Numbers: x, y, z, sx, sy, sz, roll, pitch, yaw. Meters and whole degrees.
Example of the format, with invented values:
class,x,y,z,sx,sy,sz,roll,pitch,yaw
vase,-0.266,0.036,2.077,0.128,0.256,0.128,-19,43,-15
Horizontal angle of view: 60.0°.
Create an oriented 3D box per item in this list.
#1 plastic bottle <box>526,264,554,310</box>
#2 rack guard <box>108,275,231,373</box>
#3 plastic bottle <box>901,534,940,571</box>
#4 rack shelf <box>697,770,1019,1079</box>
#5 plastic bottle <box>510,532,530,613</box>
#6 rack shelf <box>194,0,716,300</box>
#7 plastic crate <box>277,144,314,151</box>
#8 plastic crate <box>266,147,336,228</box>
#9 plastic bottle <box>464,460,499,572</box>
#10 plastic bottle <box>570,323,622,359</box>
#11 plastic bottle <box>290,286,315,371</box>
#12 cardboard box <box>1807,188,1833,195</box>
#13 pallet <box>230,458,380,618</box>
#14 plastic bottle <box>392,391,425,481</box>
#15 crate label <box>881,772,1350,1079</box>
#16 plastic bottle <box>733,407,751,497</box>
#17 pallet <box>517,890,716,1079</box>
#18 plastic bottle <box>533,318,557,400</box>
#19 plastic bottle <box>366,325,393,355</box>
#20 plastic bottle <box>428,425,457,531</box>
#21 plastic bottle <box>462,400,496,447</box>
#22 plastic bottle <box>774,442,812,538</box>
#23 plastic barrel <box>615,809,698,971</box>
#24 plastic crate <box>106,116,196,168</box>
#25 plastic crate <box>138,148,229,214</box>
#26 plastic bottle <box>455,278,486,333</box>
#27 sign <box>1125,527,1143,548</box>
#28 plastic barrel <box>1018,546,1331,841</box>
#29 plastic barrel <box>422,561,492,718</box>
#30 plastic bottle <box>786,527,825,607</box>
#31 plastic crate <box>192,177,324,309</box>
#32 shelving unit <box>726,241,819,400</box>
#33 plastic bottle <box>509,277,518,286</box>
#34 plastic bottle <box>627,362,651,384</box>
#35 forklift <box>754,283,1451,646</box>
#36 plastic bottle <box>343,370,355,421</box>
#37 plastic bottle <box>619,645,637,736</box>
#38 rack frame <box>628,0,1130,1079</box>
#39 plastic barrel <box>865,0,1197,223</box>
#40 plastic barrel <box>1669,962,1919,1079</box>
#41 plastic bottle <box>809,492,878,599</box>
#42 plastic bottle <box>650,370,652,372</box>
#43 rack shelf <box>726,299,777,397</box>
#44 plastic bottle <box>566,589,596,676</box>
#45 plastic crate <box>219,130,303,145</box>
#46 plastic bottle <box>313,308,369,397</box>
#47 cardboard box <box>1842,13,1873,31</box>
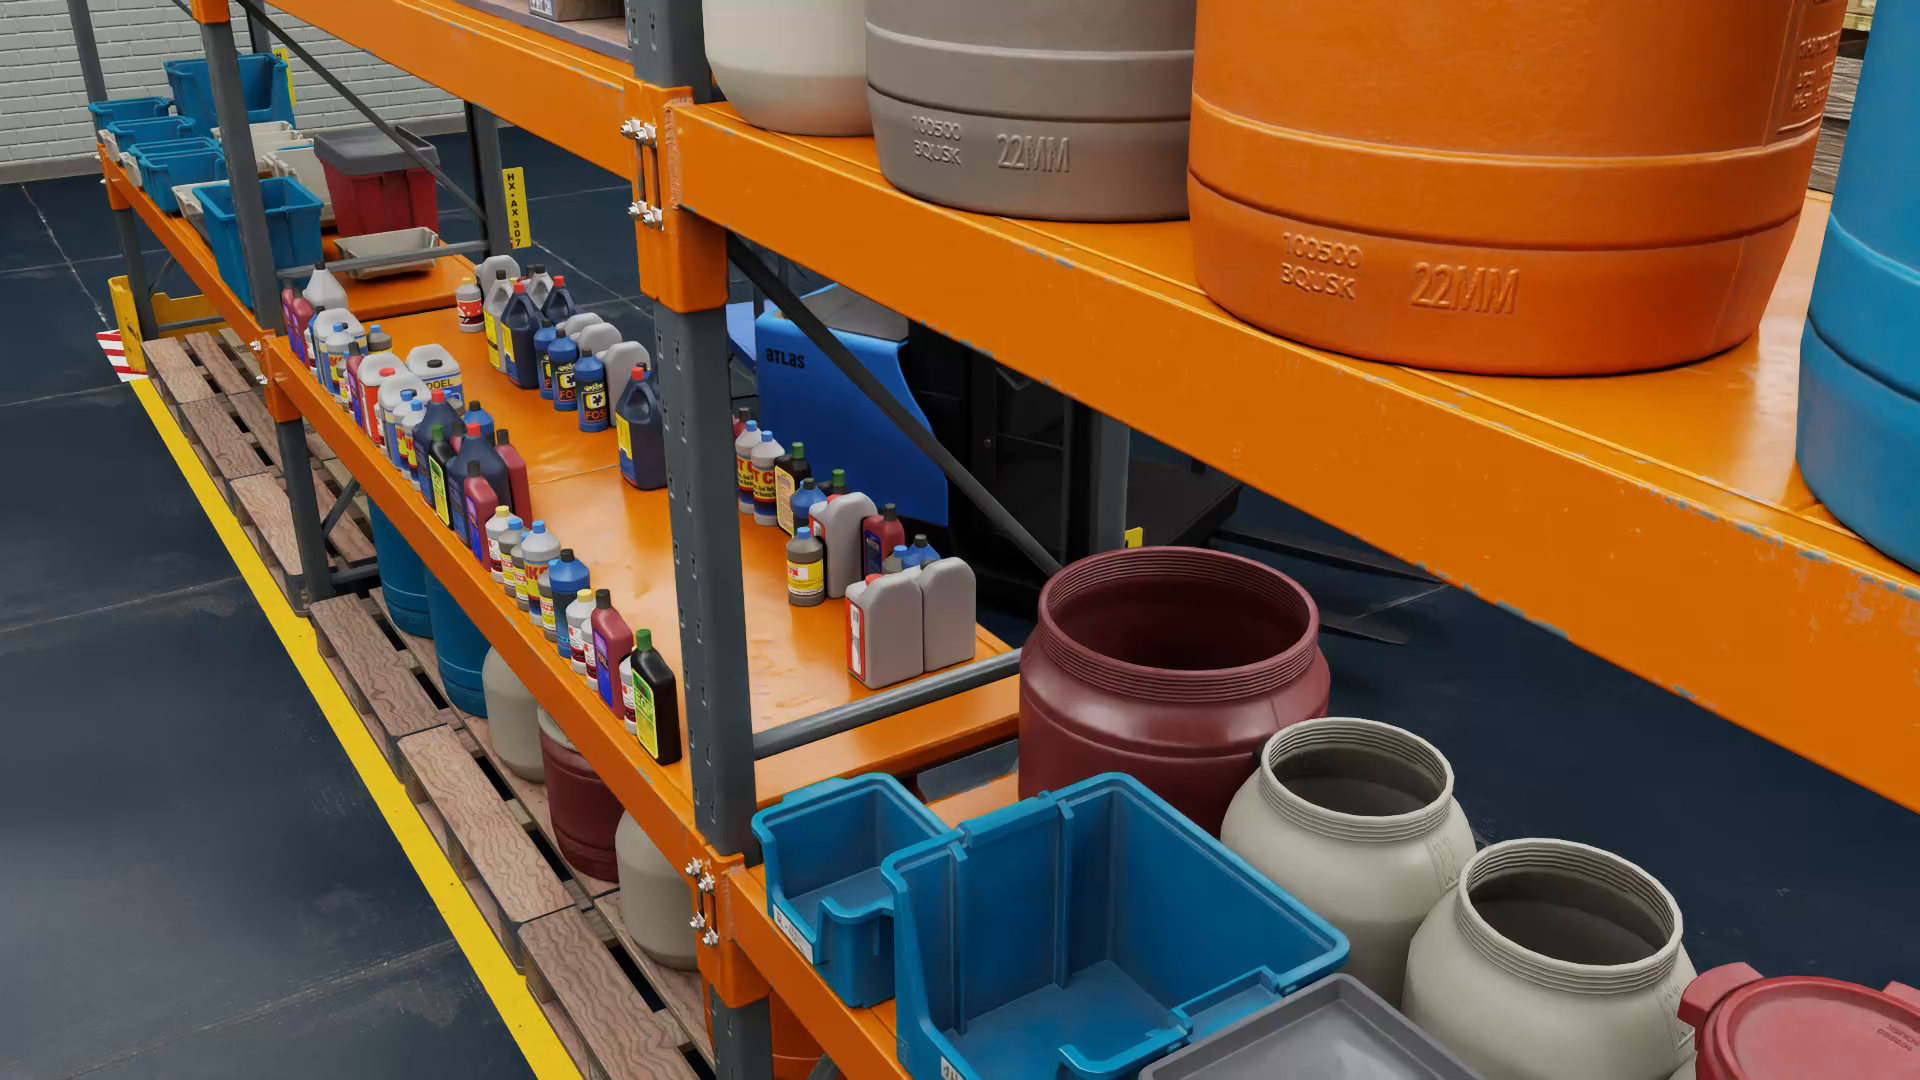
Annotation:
class,x,y,z,sx,sy,sz,roll,pitch,yaw
plastic bottle,-1.499,-0.822,6.035,0.144,0.351,0.185,-16,29,-30
rack guard,-4.482,-1.403,10.135,1.175,0.500,0.348,-16,29,-30
plastic bottle,-0.097,0.114,4.145,0.097,0.271,0.097,0,25,0
rack shelf,1.001,1.375,2.167,1.077,0.370,4.000,-16,29,-30
plastic bottle,-1.109,0.076,4.307,0.097,0.201,0.097,0,25,0
rack shelf,-1.183,-1.412,4.557,1.077,0.370,4.000,-16,29,-30
plastic crate,-3.122,-1.804,8.183,0.416,0.233,0.300,-16,29,-30
plastic crate,-2.954,-1.659,7.820,0.437,0.282,0.530,-16,29,-30
plastic bottle,-1.293,-0.067,4.515,0.061,0.283,0.133,-16,29,-30
plastic bottle,-1.240,-0.616,5.686,0.152,0.276,0.135,-16,29,-30
plastic bottle,-2.359,-0.766,5.995,0.061,0.283,0.133,-16,29,-30
cardboard box,3.315,-1.164,6.585,0.500,0.500,0.500,-16,30,-30
pallet,-2.708,-0.090,7.693,1.003,0.211,1.213,-16,29,-30
plastic bottle,-1.669,-0.322,5.069,0.097,0.271,0.097,0,25,0
crate label,0.225,0.736,2.635,0.502,0.435,0.616,-16,29,-30
plastic bottle,-0.649,-0.267,4.939,0.061,0.283,0.133,-16,29,-30
pallet,-0.556,1.323,4.701,1.003,0.211,1.213,-16,29,-30
plastic bottle,-1.408,-0.626,5.713,0.097,0.271,0.097,0,25,0
plastic bottle,-2.047,-0.657,5.861,0.097,0.201,0.097,0,25,0
plastic bottle,-1.467,-0.181,4.757,0.061,0.283,0.133,-16,29,-30
plastic bottle,-1.442,-0.286,4.993,0.097,0.271,0.097,0,25,0
plastic bottle,-0.470,-0.150,4.690,0.061,0.283,0.133,-16,29,-30
plastic barrel,-0.755,0.917,4.716,0.421,0.512,0.421,0,25,0
plastic crate,-4.240,-2.078,8.765,0.416,0.233,0.300,-16,29,-30
plastic crate,-3.717,-1.735,8.038,0.416,0.233,0.300,-16,29,-30
plastic bottle,-1.883,-0.905,6.387,0.097,0.201,0.097,0,25,0
sign,0.366,0.130,3.771,0.100,0.325,0.005,-16,29,-30
plastic barrel,0.416,0.368,3.298,0.600,0.536,0.708,-16,29,-30
plastic barrel,-1.605,0.114,5.961,0.600,0.901,0.708,-16,29,-30
plastic bottle,-0.403,0.064,4.333,0.097,0.201,0.097,0,25,0
plastic crate,-2.815,-1.204,6.735,0.392,0.384,0.575,-16,29,-30
shelving unit,-0.956,-1.182,8.497,0.538,1.500,1.048,-11,27,-22
plastic bottle,-1.702,-0.906,6.388,0.097,0.201,0.097,0,25,0
plastic bottle,-1.006,-0.434,5.306,0.097,0.271,0.097,0,25,0
forklift,0.595,-1.185,6.827,3.031,2.935,1.130,15,29,29
plastic bottle,-1.995,-0.504,5.537,0.097,0.201,0.097,0,25,0
plastic bottle,-0.717,0.333,3.763,0.097,0.201,0.097,0,25,0
rack frame,-0.088,0.333,3.530,0.949,2.616,0.053,-16,29,-30
plastic barrel,0.176,-0.905,2.052,0.600,0.901,0.600,0,25,0
plastic barrel,1.117,0.893,2.186,0.433,0.535,0.433,0,25,0
plastic bottle,-0.309,-0.005,4.393,0.152,0.276,0.135,-16,29,-30
plastic bottle,-0.949,-0.464,5.356,0.061,0.283,0.133,-16,29,-30
rack shelf,-0.956,-1.019,8.574,0.538,0.185,1.000,-11,27,-22
plastic bottle,-0.896,0.216,4.012,0.097,0.201,0.097,0,25,0
plastic crate,-3.715,-2.079,8.878,0.396,0.136,0.243,-16,29,-30
plastic bottle,-2.141,-0.655,5.770,0.152,0.276,0.135,-16,29,-30
cardboard box,5.916,-3.333,10.751,0.380,0.149,0.250,-15,29,-29
